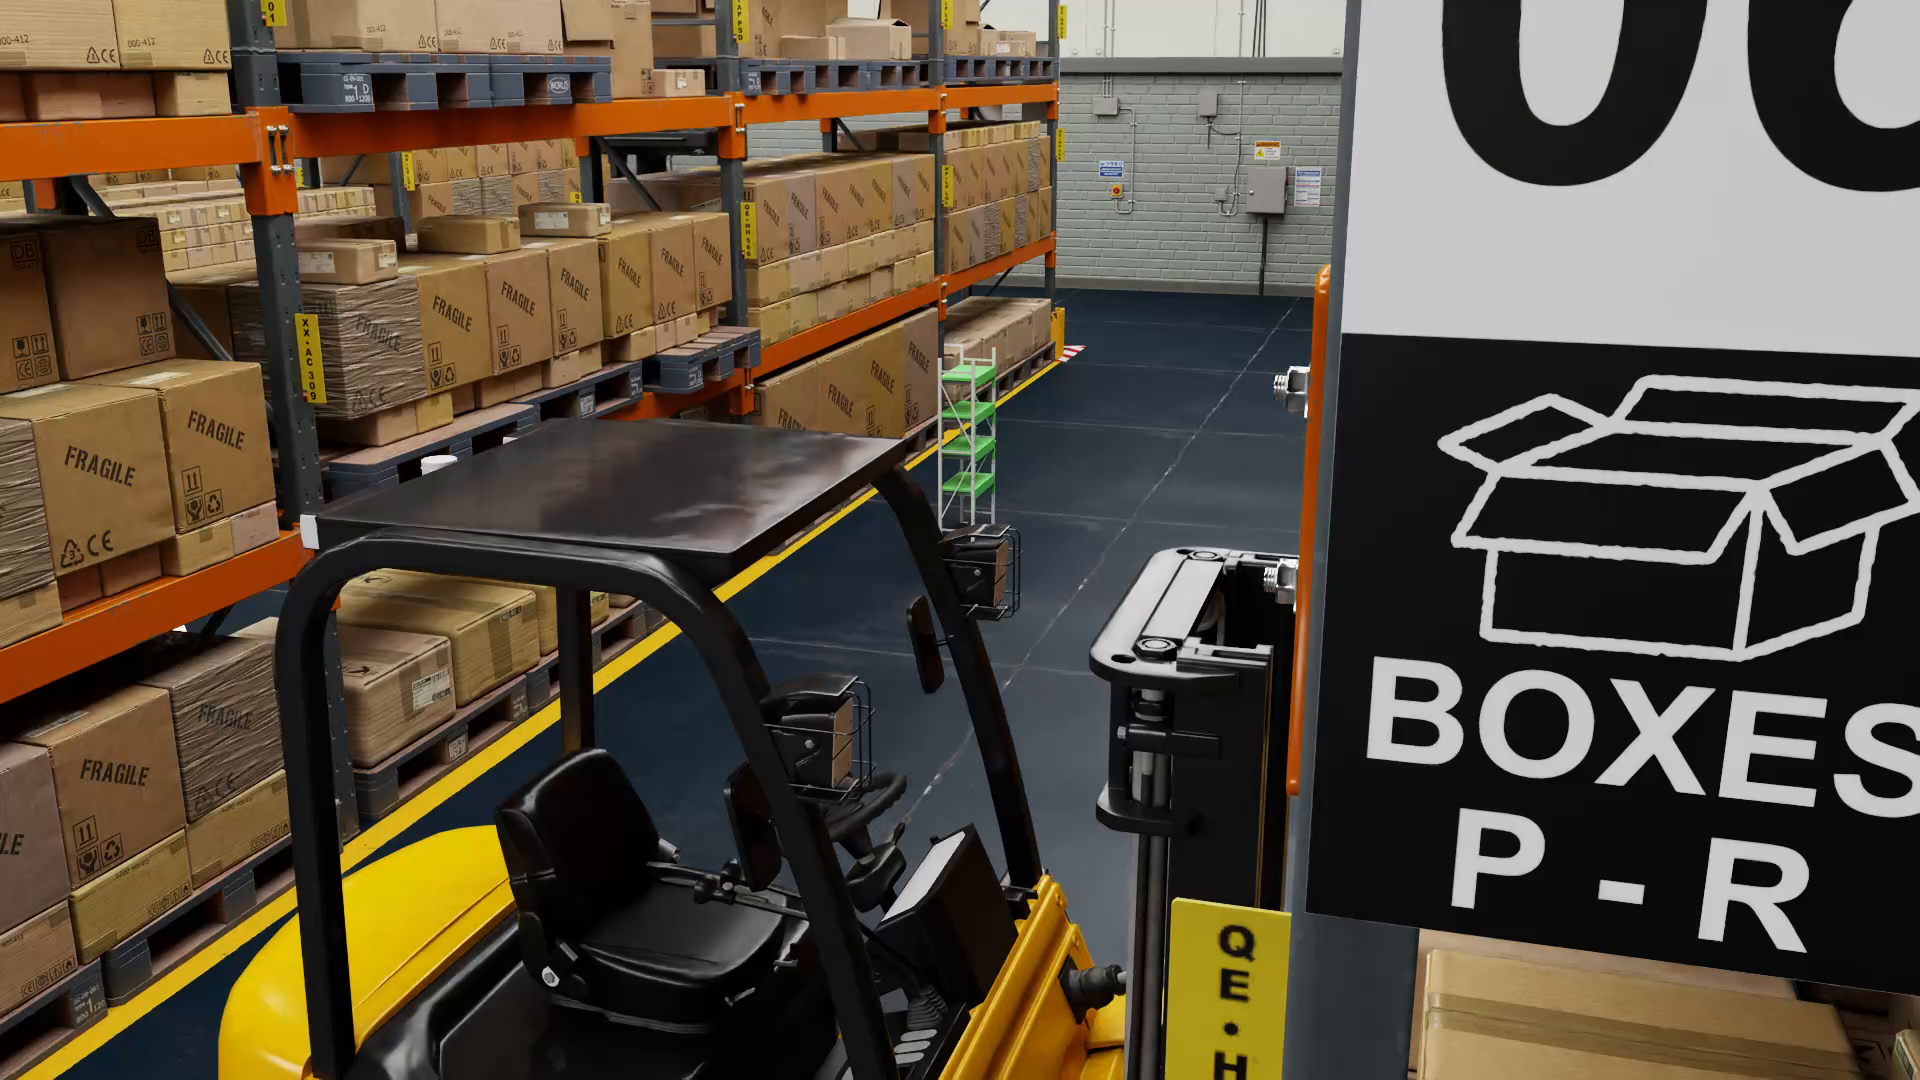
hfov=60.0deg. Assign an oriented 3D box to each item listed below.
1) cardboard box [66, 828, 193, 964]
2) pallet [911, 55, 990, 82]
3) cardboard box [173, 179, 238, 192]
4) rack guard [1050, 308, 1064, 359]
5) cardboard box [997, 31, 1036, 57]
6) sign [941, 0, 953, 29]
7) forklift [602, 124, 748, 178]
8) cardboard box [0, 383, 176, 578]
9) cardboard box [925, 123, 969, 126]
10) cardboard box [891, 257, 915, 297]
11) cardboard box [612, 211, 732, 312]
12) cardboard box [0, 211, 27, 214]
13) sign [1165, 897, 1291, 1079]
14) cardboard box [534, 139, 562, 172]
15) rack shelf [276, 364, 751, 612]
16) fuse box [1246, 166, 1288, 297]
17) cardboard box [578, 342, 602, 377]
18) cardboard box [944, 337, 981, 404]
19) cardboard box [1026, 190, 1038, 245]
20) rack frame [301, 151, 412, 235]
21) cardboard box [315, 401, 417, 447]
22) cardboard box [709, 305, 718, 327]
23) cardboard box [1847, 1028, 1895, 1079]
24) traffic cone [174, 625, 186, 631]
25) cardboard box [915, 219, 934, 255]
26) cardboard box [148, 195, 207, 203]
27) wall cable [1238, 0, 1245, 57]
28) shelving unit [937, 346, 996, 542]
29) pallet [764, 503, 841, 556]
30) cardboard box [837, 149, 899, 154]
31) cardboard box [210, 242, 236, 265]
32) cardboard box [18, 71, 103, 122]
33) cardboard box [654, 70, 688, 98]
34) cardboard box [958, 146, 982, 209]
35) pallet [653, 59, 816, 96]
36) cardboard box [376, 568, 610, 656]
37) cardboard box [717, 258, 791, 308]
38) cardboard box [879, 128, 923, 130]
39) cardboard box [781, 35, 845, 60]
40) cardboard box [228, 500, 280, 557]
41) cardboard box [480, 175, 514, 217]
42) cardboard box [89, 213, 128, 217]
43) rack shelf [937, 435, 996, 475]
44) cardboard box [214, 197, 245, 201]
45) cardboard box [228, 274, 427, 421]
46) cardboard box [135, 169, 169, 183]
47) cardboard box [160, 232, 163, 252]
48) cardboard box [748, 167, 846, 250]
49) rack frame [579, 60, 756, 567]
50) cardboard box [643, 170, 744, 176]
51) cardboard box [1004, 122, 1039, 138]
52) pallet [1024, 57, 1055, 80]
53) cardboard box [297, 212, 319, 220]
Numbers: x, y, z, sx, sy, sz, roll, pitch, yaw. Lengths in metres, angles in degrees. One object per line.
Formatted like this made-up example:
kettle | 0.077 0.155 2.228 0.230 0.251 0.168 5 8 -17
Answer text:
cardboard box | -2.953 1.150 5.547 0.500 0.250 0.500 4 16 14
pallet | -0.385 -3.993 14.076 1.003 0.211 1.213 5 16 16
cardboard box | -8.876 -4.118 19.580 0.500 0.250 0.500 4 16 15
rack guard | 0.516 -2.230 17.774 1.175 0.500 0.348 5 16 16
cardboard box | 0.468 -4.922 16.511 0.500 0.250 0.500 3 16 11
sign | -0.105 -4.183 13.059 0.100 0.325 0.005 5 16 16
forklift | -2.310 -2.241 13.360 1.130 2.935 3.031 4 16 12
cardboard box | -2.929 -0.207 5.333 0.500 0.500 0.500 5 17 18
cardboard box | -0.129 -3.919 15.946 0.380 0.149 0.250 5 17 16
cardboard box | -0.659 -2.037 12.789 0.500 0.250 0.500 4 16 15
cardboard box | -1.627 -1.586 9.425 0.500 0.500 0.500 4 16 14
cardboard box | -6.766 -2.287 11.996 0.380 0.149 0.250 4 16 15
sign | 0.206 0.427 1.270 0.100 0.325 0.005 5 16 16
cardboard box | -4.440 -4.047 17.041 0.500 0.500 0.500 6 17 19
rack shelf | -2.333 -0.464 8.285 1.077 0.370 4.000 5 16 16
fuse box | 4.062 -4.082 22.085 0.539 1.711 0.414 5 16 16
cardboard box | -1.996 -0.899 8.191 0.380 0.149 0.250 4 16 14
cardboard box | -0.346 -1.505 14.563 0.875 0.438 0.875 4 16 15
cardboard box | 0.469 -3.197 16.421 0.500 0.500 0.500 4 16 15
rack frame | -5.402 -2.737 14.981 1.000 3.000 0.127 5 16 16
cardboard box | -2.441 -0.488 6.742 0.380 0.149 0.250 5 17 17
cardboard box | -1.632 -1.310 9.642 0.380 0.149 0.250 5 17 18
cardboard box | 1.077 0.646 1.684 0.380 0.149 0.250 5 16 16
traffic cone | -3.891 0.501 8.215 0.336 0.463 0.334 5 16 16
cardboard box | -0.520 -2.414 13.200 0.500 0.250 0.500 5 16 16
cardboard box | -6.322 -2.698 13.446 0.380 0.149 0.250 5 17 18
wall cable | 2.576 -7.763 21.708 2.355 3.000 0.029 5 16 16
shelving unit | 0.047 -0.621 10.818 0.258 1.200 0.503 5 16 16
pallet | -1.468 -0.192 11.119 1.003 0.211 1.213 5 16 16
cardboard box | -0.758 -3.053 14.082 0.500 0.500 0.500 4 16 15
cardboard box | -5.843 -2.220 12.850 0.380 0.149 0.250 5 17 17
cardboard box | -2.904 -1.374 5.141 0.380 0.149 0.250 5 17 16
cardboard box | -1.715 -2.491 9.077 0.380 0.149 0.250 5 16 16
cardboard box | -0.111 -3.146 14.408 0.500 0.500 0.500 4 16 15
pallet | -1.632 -2.858 10.256 1.213 0.211 1.003 5 17 18
cardboard box | -2.357 0.268 8.434 0.950 0.372 0.625 5 17 18
cardboard box | -1.384 -1.615 10.384 0.500 0.250 0.500 5 16 15
cardboard box | -0.531 -3.518 14.533 0.380 0.149 0.250 4 16 15
cardboard box | -1.021 -3.406 11.501 0.380 0.166 0.250 6 17 21
cardboard box | -2.700 -0.058 5.996 0.380 0.149 0.250 4 16 15
cardboard box | -4.708 -3.297 16.228 0.500 0.500 0.500 4 16 15
cardboard box | -6.148 -2.234 11.809 0.380 0.149 0.250 4 16 14
rack shelf | 0.047 -0.559 10.836 0.258 0.148 0.480 5 16 16
cardboard box | -5.700 -2.643 13.251 0.380 0.149 0.250 4 16 13
cardboard box | -2.493 -0.780 6.584 0.500 0.500 0.500 5 17 17
cardboard box | -9.530 -4.391 19.167 0.500 0.500 0.500 4 16 15
cardboard box | -6.061 -2.167 12.117 0.380 0.149 0.250 4 16 14
cardboard box | -1.096 -2.237 11.203 0.500 0.500 0.500 5 17 17
rack frame | -1.764 -1.333 10.032 1.000 3.000 0.127 5 16 16
cardboard box | -1.730 -2.152 10.905 0.500 0.500 0.500 5 17 17
cardboard box | 0.557 -4.015 16.284 0.380 0.149 0.250 4 16 15
pallet | 0.308 -4.631 16.326 1.003 0.211 1.213 5 16 16
cardboard box | -5.546 -2.636 13.772 0.380 0.149 0.250 4 16 14
